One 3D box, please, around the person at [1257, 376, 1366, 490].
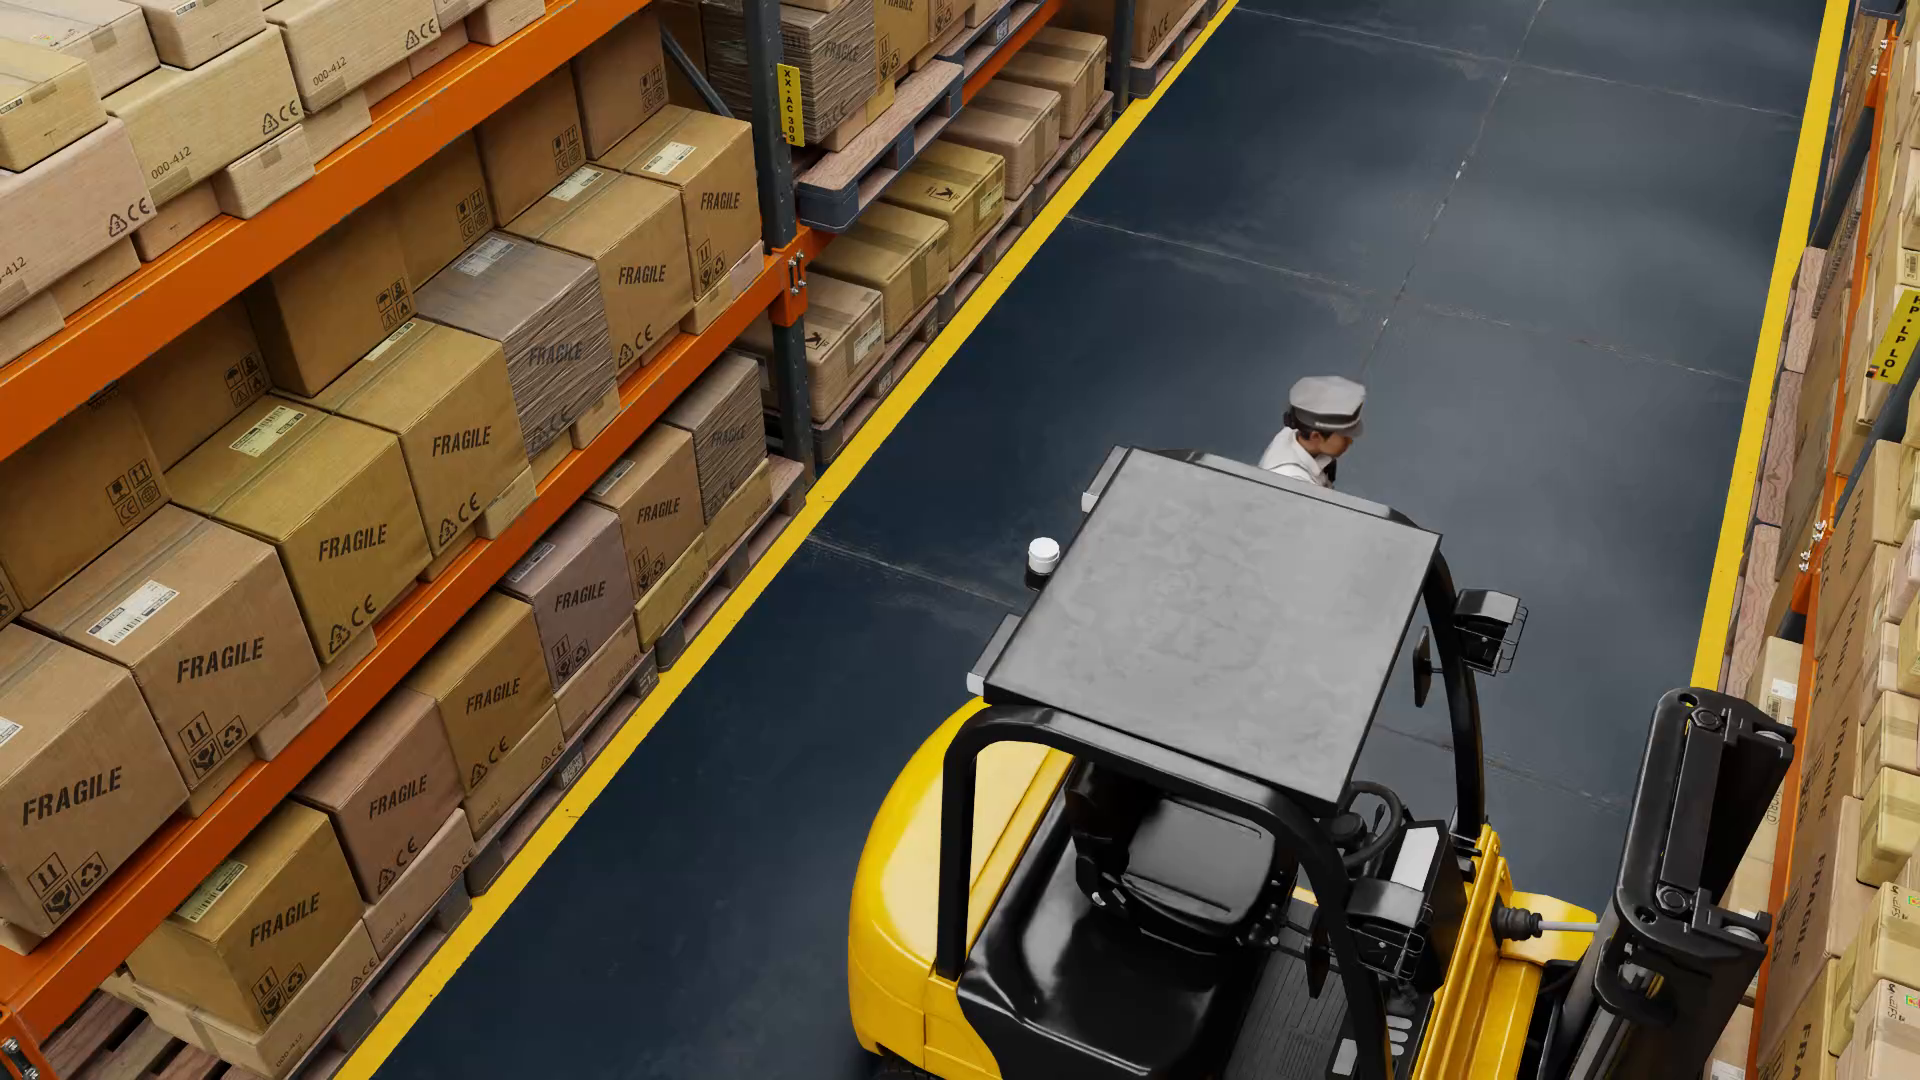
[{"bbox_3d":[1.161,0.114,6.032,0.378,1.663,0.531,17,45,18],"label":"person"}]
